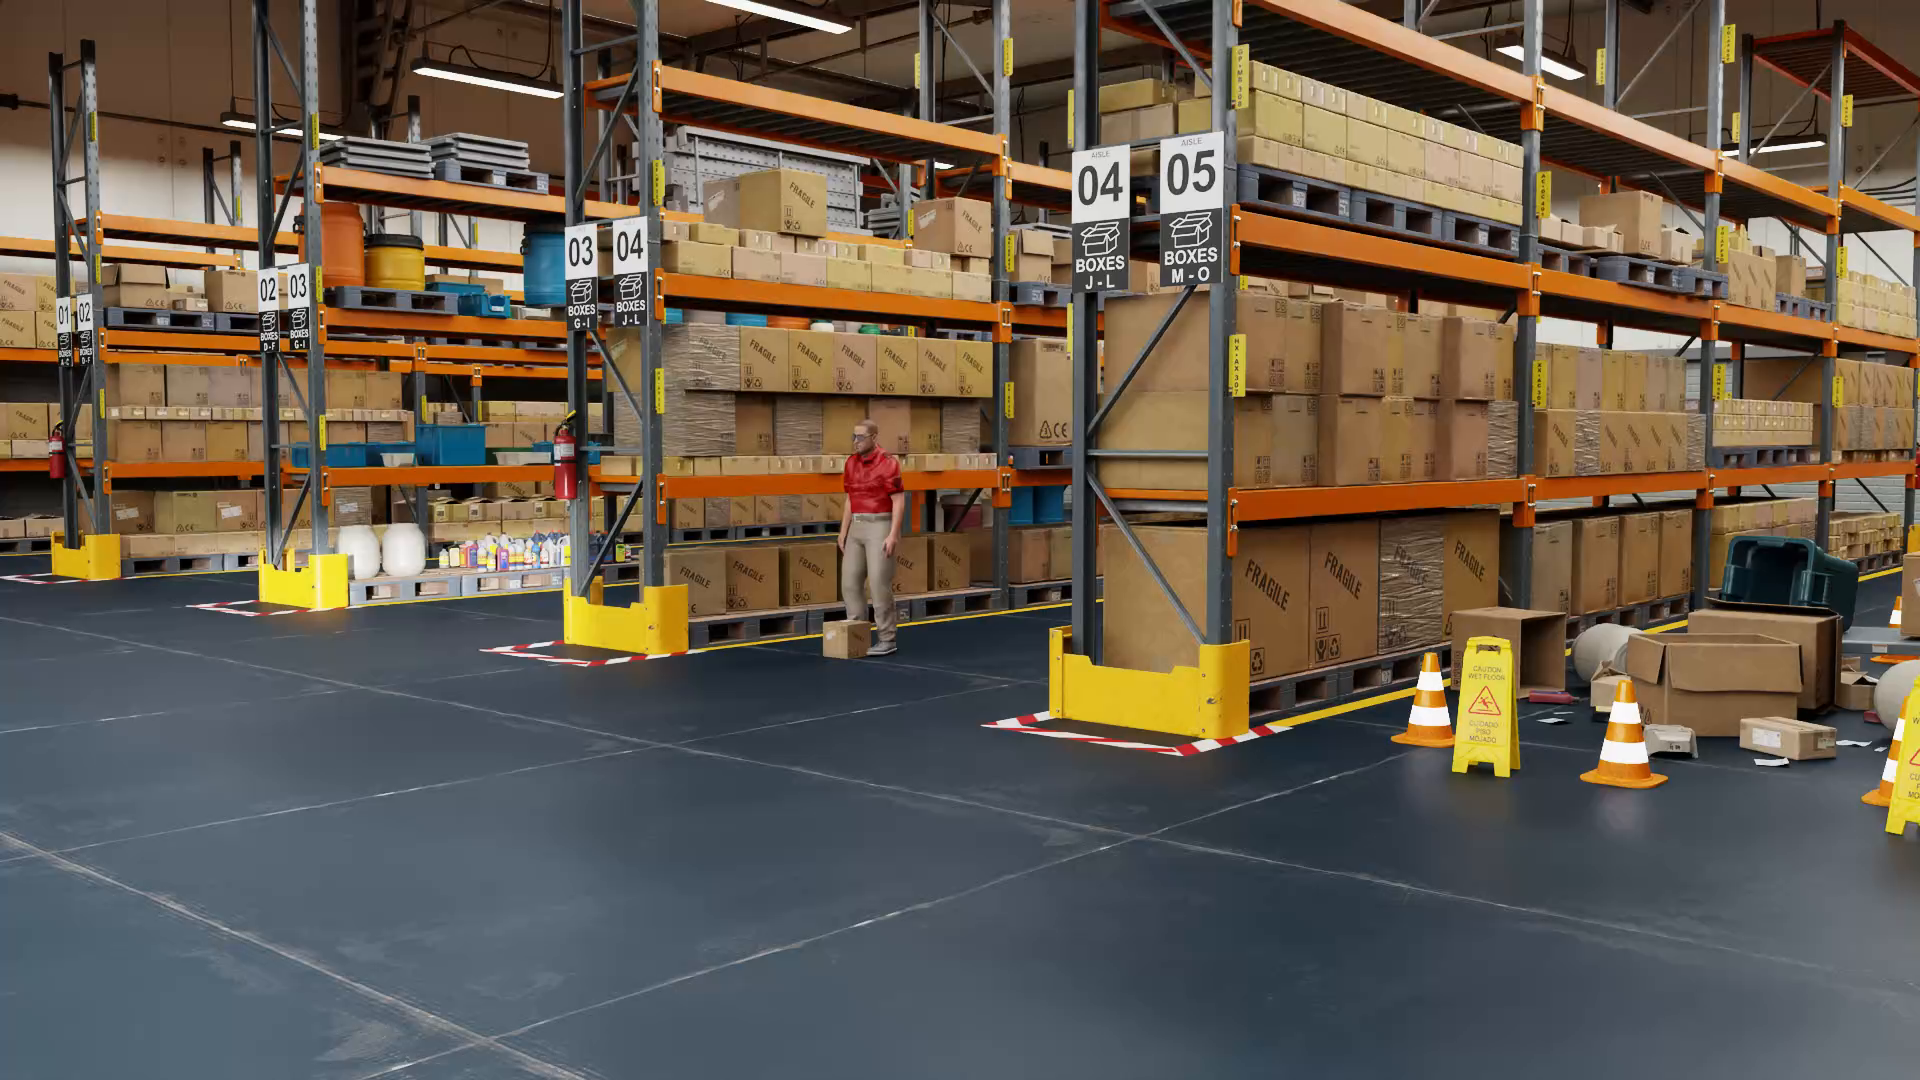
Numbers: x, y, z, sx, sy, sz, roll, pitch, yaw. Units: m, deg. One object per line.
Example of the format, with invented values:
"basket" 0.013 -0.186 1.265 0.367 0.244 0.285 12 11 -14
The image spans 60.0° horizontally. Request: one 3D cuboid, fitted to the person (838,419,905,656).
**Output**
"person" -0.667 -0.027 12.282 0.585 1.726 0.396 3 5 41
